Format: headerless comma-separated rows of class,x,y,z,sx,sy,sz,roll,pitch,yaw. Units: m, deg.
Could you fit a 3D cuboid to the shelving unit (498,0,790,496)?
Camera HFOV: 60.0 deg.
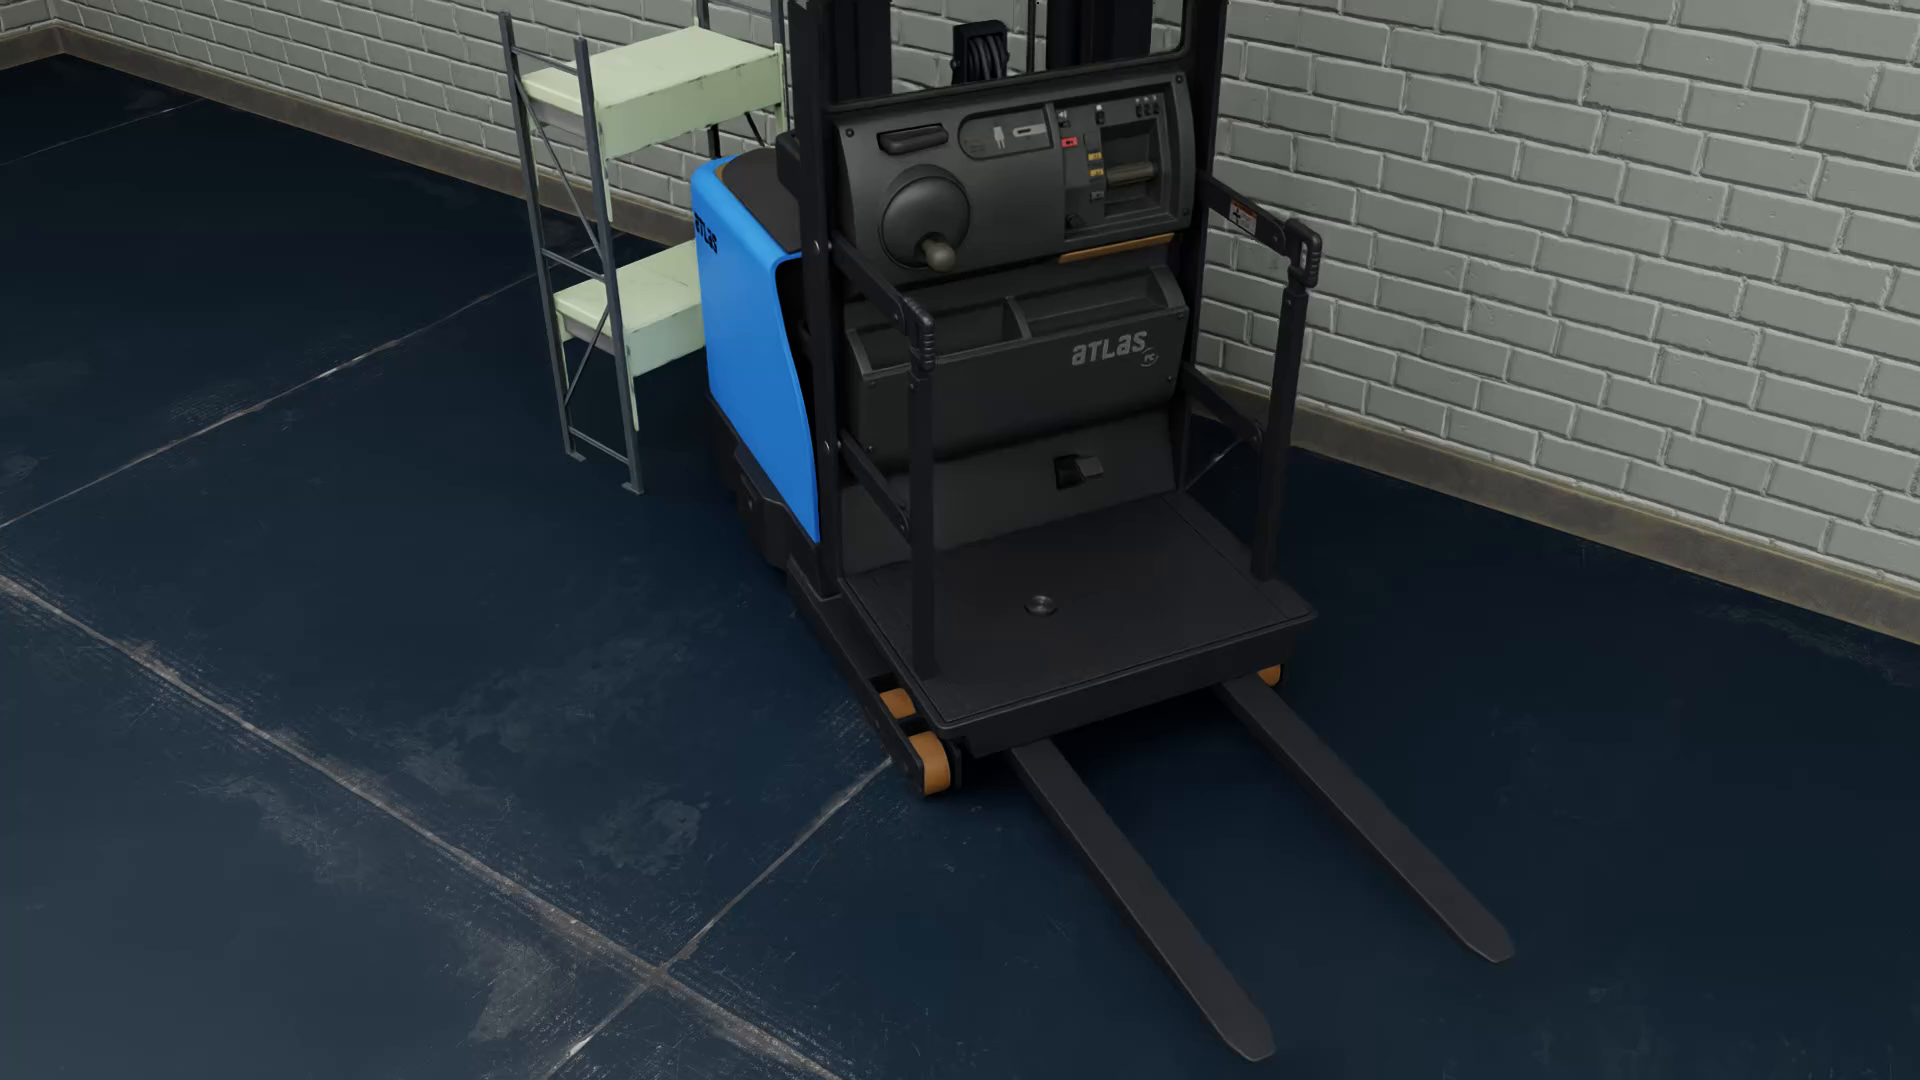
shelving unit,-0.947,-0.997,5.386,0.431,1.500,0.755,27,43,34

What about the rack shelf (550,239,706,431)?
rack shelf,-0.947,-0.727,5.569,0.431,0.370,0.720,27,43,34

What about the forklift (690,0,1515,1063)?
forklift,0.247,-0.836,3.870,1.130,2.935,3.031,-15,37,-20

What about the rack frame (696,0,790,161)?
rack frame,-0.699,-1.148,5.609,0.400,1.500,0.023,27,43,34

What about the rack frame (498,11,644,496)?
rack frame,-1.195,-0.847,5.163,0.400,1.500,0.023,27,43,34

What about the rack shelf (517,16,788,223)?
rack shelf,-0.947,-1.321,5.167,0.431,0.370,0.720,27,43,34
